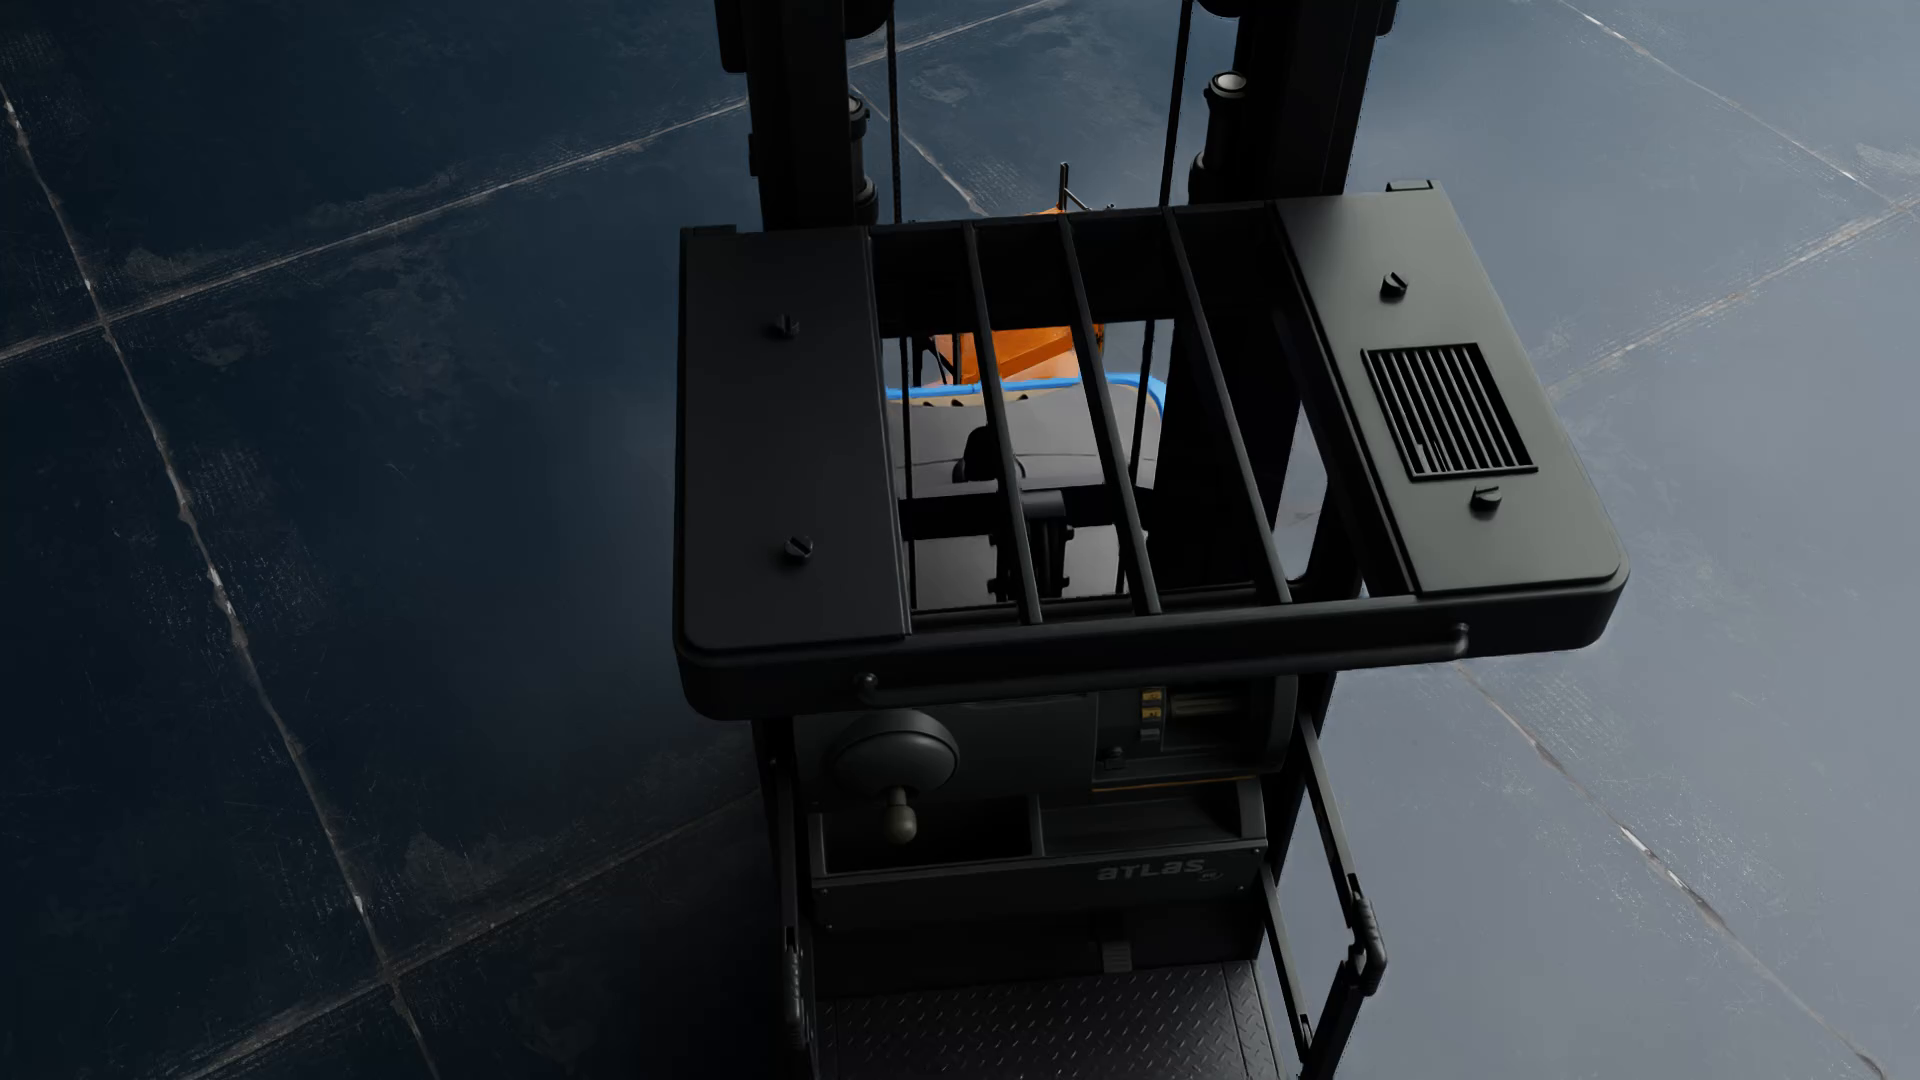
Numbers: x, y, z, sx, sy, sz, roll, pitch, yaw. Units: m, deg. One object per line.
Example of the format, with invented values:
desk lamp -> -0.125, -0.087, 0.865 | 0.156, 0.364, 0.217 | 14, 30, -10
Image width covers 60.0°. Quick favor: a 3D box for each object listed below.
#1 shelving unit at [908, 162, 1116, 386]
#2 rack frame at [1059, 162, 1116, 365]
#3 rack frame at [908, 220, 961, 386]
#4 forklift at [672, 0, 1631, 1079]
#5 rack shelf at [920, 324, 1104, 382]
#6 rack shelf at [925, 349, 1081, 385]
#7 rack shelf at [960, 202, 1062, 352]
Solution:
shelving unit -> 0.140, -0.465, 4.861 | 0.503, 1.200, 0.258 | -25, 53, -21
rack frame -> 0.346, -0.562, 4.947 | 0.015, 1.200, 0.240 | -25, 53, -21
rack frame -> -0.066, -0.368, 4.774 | 0.015, 1.200, 0.240 | -25, 53, -21
forklift -> 0.182, 0.436, 2.899 | 1.130, 2.935, 3.031 | -4, 48, -4
rack shelf -> 0.140, -0.569, 4.744 | 0.480, 0.148, 0.258 | -25, 53, -21
rack shelf -> 0.140, -0.420, 4.911 | 0.480, 0.148, 0.258 | -25, 53, -21
rack shelf -> 0.140, -0.726, 4.567 | 0.480, 0.148, 0.258 | -25, 53, -21
